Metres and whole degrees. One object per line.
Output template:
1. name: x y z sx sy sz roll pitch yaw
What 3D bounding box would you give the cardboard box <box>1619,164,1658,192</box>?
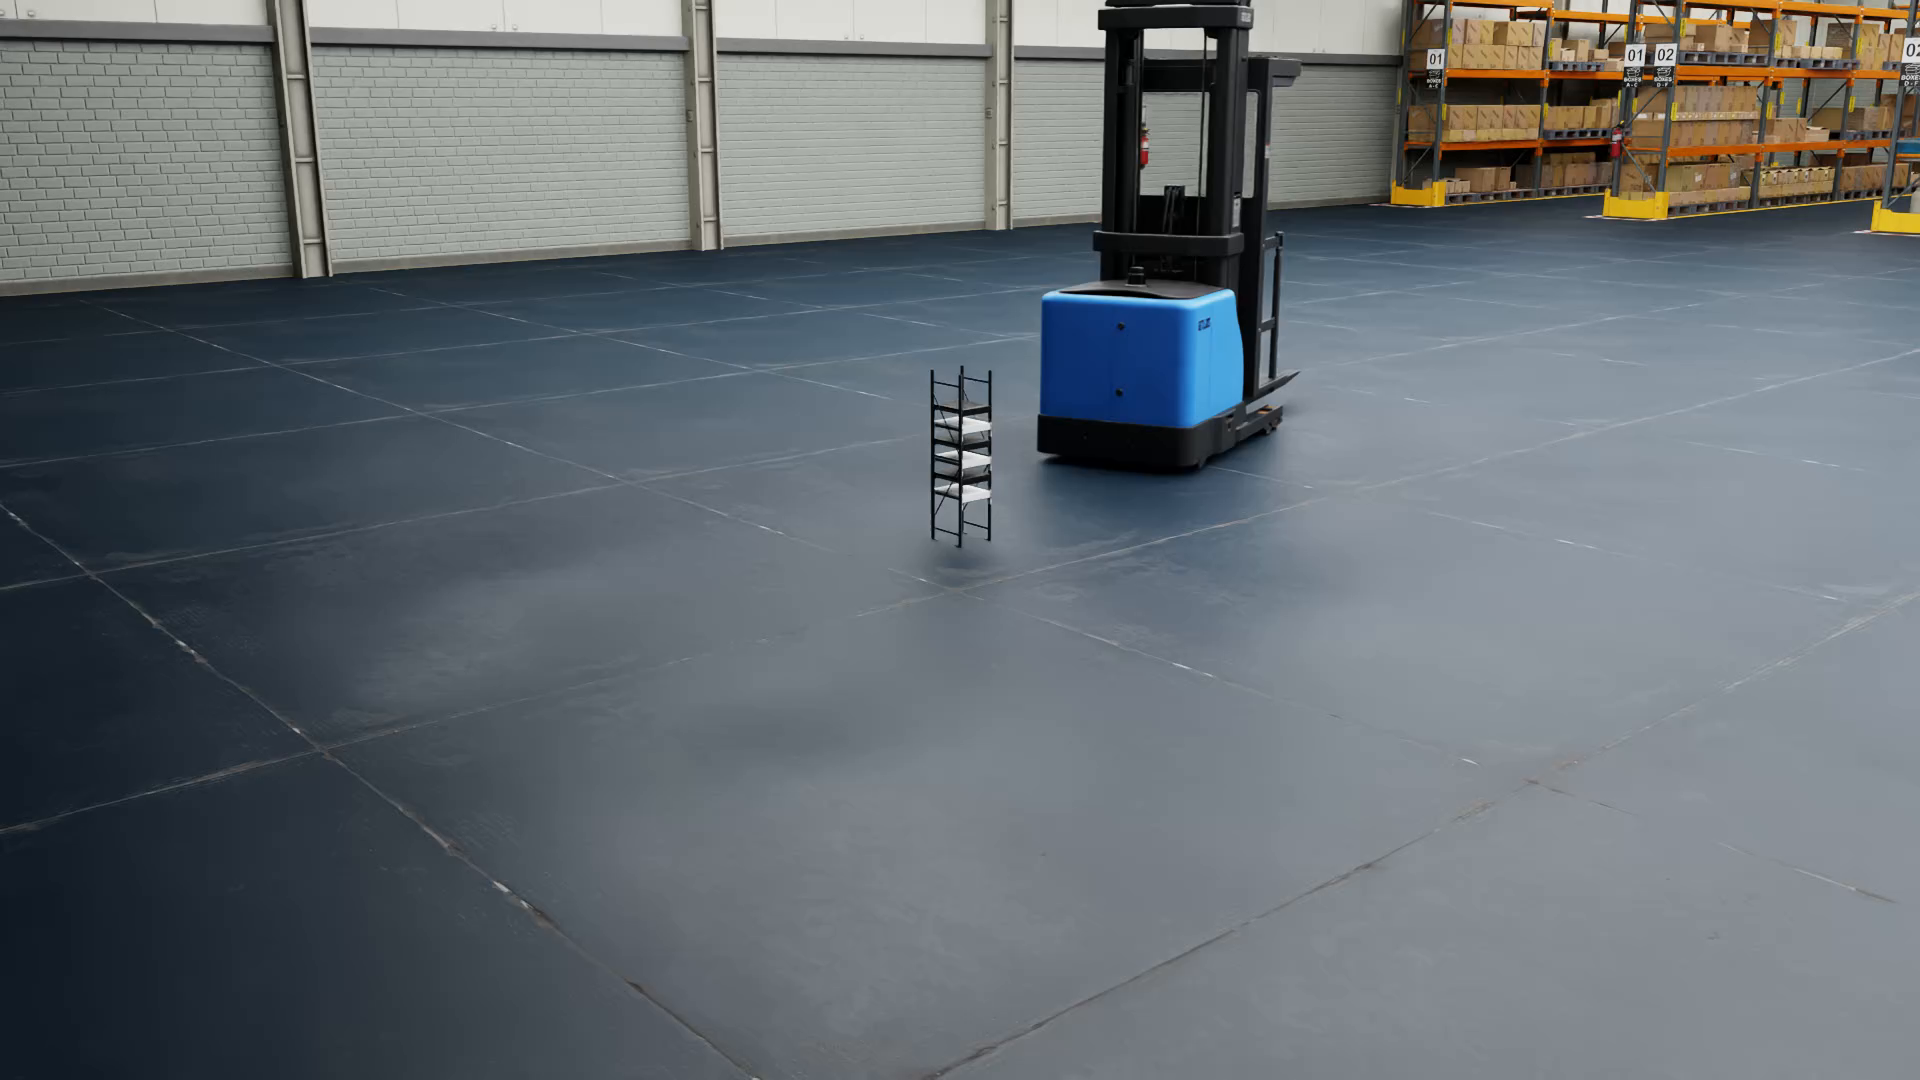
1. cardboard box: 13.233 -7.067 32.456 0.500 0.500 0.500 -13 19 -39

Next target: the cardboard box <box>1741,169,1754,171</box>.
1. cardboard box: 16.547 -7.718 35.261 0.500 0.311 0.500 -12 19 -38

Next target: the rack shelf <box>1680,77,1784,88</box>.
1. rack shelf: 20.330 -12.119 43.888 4.000 0.370 1.077 -13 19 -39

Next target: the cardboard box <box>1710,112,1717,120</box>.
1. cardboard box: 14.621 -8.328 32.665 0.250 0.149 0.380 -12 19 -39

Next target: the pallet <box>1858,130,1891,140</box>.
1. pallet: 20.523 -9.274 38.030 1.213 0.211 1.003 -13 19 -39

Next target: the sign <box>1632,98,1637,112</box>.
1. sign: 16.167 -10.418 39.848 0.005 0.325 0.100 -13 19 -39

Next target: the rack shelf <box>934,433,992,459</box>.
1. rack shelf: 0.006 -0.491 8.624 0.200 0.077 0.258 -13 20 -39

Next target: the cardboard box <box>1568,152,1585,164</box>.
1. cardboard box: 14.439 -9.063 39.406 0.500 0.250 0.500 -13 20 -40

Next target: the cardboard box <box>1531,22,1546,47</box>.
1. cardboard box: 12.587 -11.175 36.793 0.500 0.500 0.500 14 20 42

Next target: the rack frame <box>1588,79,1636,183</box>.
1. rack frame: 15.804 -10.001 40.377 0.127 3.000 1.000 -13 19 -39

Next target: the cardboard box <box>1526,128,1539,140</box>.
1. cardboard box: 12.628 -9.121 37.335 0.500 0.250 0.500 -13 19 -39

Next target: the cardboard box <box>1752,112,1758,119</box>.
1. cardboard box: 15.977 -8.633 33.807 0.250 0.149 0.380 -13 20 -39

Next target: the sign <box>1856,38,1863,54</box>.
1. sign: 19.417 -10.665 35.895 0.005 0.325 0.100 -13 19 -39

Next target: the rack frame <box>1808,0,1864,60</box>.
1. rack frame: 19.059 -11.935 35.995 0.127 3.000 1.000 -13 19 -39

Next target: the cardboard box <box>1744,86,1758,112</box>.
1. cardboard box: 15.711 -8.958 33.766 0.500 0.500 0.700 -13 19 -39

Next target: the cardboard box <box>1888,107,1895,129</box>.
1. cardboard box: 21.572 -9.929 39.101 0.700 0.500 0.500 8 17 28

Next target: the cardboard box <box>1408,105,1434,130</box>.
1. cardboard box: 9.985 -9.066 35.677 0.500 0.500 0.500 -13 20 -40

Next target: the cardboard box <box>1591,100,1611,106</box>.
1. cardboard box: 15.331 -10.453 39.768 0.380 0.149 0.250 12 19 38

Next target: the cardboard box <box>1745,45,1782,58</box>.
1. cardboard box: 16.512 -10.041 34.194 0.500 0.250 0.500 -10 18 -34

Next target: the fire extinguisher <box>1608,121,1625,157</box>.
1. fire extinguisher: 12.630 -7.715 31.969 0.183 0.674 0.296 -13 19 -39

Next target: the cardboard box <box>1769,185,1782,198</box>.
1. cardboard box: 16.895 -7.340 34.931 0.500 0.250 0.500 -12 19 -38

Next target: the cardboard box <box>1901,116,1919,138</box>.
1. cardboard box: 22.640 -9.796 39.417 0.500 0.500 0.500 -12 19 -38

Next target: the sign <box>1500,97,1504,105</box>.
1. sign: 12.420 -9.990 38.093 0.005 0.325 0.100 -13 19 -39

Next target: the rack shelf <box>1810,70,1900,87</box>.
1. rack shelf: 20.567 -10.477 37.743 4.000 0.370 1.077 -13 19 -39

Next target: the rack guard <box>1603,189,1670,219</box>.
1. rack guard: 13.006 -6.470 32.002 0.348 0.500 1.175 -13 19 -39

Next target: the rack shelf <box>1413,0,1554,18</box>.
1. rack shelf: 11.278 -11.533 35.891 4.000 0.370 1.077 -13 19 -39

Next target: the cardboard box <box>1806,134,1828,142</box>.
1. cardboard box: 18.562 -8.709 36.029 0.250 0.149 0.380 -13 19 -39

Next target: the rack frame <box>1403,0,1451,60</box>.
1. rack frame: 9.769 -11.544 34.529 0.127 3.000 1.000 -13 19 -39

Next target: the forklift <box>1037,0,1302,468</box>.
1. forklift: 1.613 -2.192 11.278 1.130 2.935 3.031 8 17 26

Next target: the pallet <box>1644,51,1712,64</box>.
1. pallet: 13.574 -9.203 31.749 1.213 0.211 1.003 -13 19 -39

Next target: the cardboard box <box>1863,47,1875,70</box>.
1. cardboard box: 19.750 -10.701 36.993 0.500 0.500 0.910 -13 19 -39

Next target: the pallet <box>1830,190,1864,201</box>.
1. pallet: 19.647 -7.809 37.575 1.213 0.211 1.003 -13 19 -39

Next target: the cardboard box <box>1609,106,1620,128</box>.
1. cardboard box: 15.456 -10.180 40.002 0.700 0.500 0.500 13 20 40

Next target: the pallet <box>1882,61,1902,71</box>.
1. pallet: 20.758 -10.800 37.920 1.003 0.211 1.213 -13 19 -39

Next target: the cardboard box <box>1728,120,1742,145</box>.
1. cardboard box: 15.317 -8.240 33.594 0.500 0.500 0.700 -13 20 -40

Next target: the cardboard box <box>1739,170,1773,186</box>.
1. cardboard box: 16.516 -7.526 34.541 0.500 0.311 0.500 -13 19 -39

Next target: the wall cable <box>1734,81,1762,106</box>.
1. wall cable: 22.184 -12.248 46.821 1.851 1.984 0.084 -13 19 -39

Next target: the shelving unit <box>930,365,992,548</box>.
1. shelving unit: 0.006 -0.436 8.639 0.210 0.900 0.258 -13 20 -39

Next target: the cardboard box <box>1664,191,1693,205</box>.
1. cardboard box: 13.949 -6.689 32.494 0.500 0.250 0.500 -13 19 -39

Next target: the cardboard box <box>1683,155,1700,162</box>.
1. cardboard box: 18.417 -9.707 42.630 0.750 0.750 0.750 -12 19 -39

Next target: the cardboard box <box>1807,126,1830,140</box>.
1. cardboard box: 18.756 -8.941 36.581 0.500 0.311 0.500 -11 19 -36

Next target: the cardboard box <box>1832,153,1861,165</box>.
1. cardboard box: 20.419 -8.793 38.393 0.500 0.250 0.500 -13 20 -40

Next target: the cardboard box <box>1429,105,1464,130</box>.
1. cardboard box: 10.327 -8.967 35.307 0.500 0.500 0.500 -13 19 -39

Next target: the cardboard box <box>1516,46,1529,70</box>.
1. cardboard box: 12.178 -10.613 36.626 0.500 0.500 0.500 14 20 42

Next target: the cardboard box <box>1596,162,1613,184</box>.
1. cardboard box: 15.295 -8.873 40.148 0.500 0.500 0.700 -12 19 -39

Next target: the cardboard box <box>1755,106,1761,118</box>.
1. cardboard box: 20.919 -11.287 44.611 0.700 0.700 0.980 -13 20 -40

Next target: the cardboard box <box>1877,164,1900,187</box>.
1. cardboard box: 21.514 -8.498 38.742 0.500 0.500 0.500 -13 19 -39
